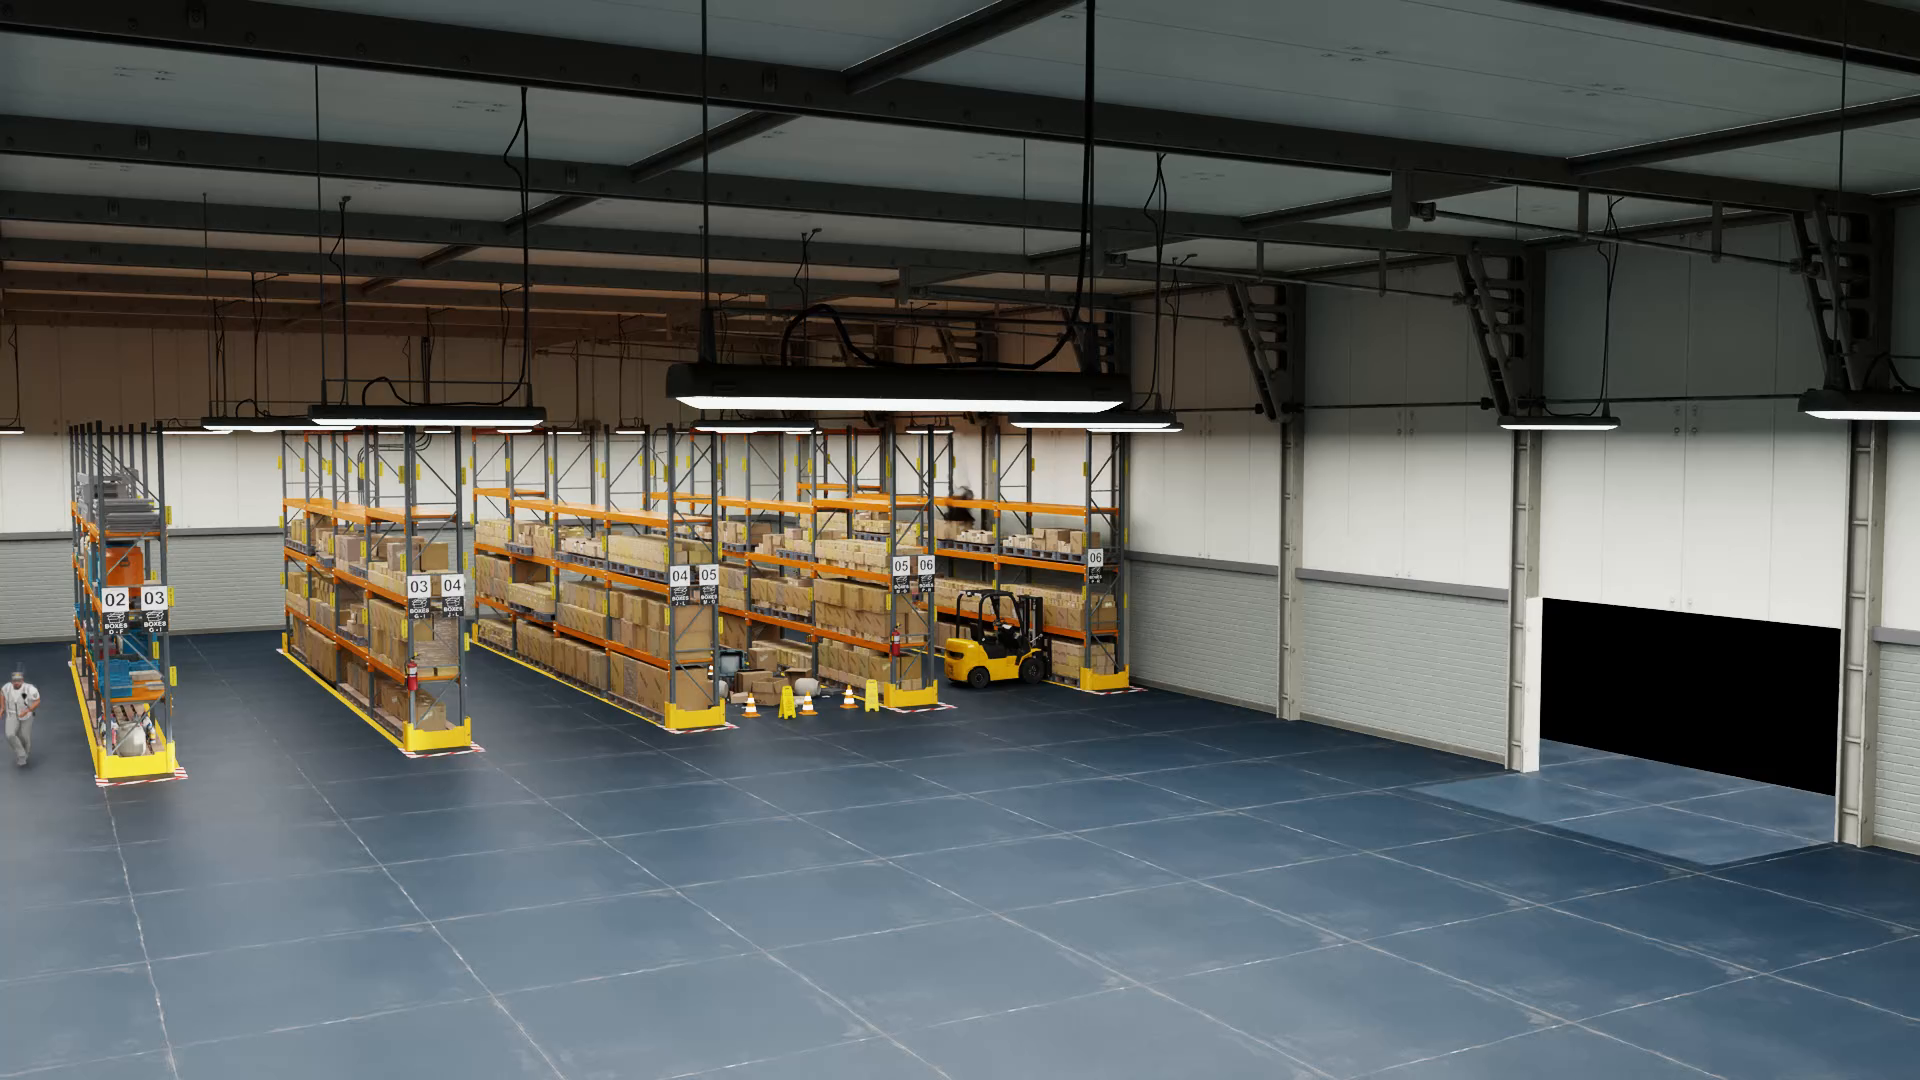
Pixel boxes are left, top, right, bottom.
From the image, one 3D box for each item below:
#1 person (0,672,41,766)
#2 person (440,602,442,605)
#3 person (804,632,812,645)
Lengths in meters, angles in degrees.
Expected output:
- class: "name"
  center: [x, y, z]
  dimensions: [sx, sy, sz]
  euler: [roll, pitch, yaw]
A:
- class: "person"
  center: [-16.517, 3.115, 29.285]
  dimensions: [0.661, 1.693, 0.933]
  euler: [-1, 4, -18]
- class: "person"
  center: [-14.408, 1.958, 46.872]
  dimensions: [0.672, 1.768, 0.813]
  euler: [1, 4, 23]
- class: "person"
  center: [-4.170, 2.034, 45.644]
  dimensions: [0.654, 1.744, 0.532]
  euler: [-3, 4, -37]
